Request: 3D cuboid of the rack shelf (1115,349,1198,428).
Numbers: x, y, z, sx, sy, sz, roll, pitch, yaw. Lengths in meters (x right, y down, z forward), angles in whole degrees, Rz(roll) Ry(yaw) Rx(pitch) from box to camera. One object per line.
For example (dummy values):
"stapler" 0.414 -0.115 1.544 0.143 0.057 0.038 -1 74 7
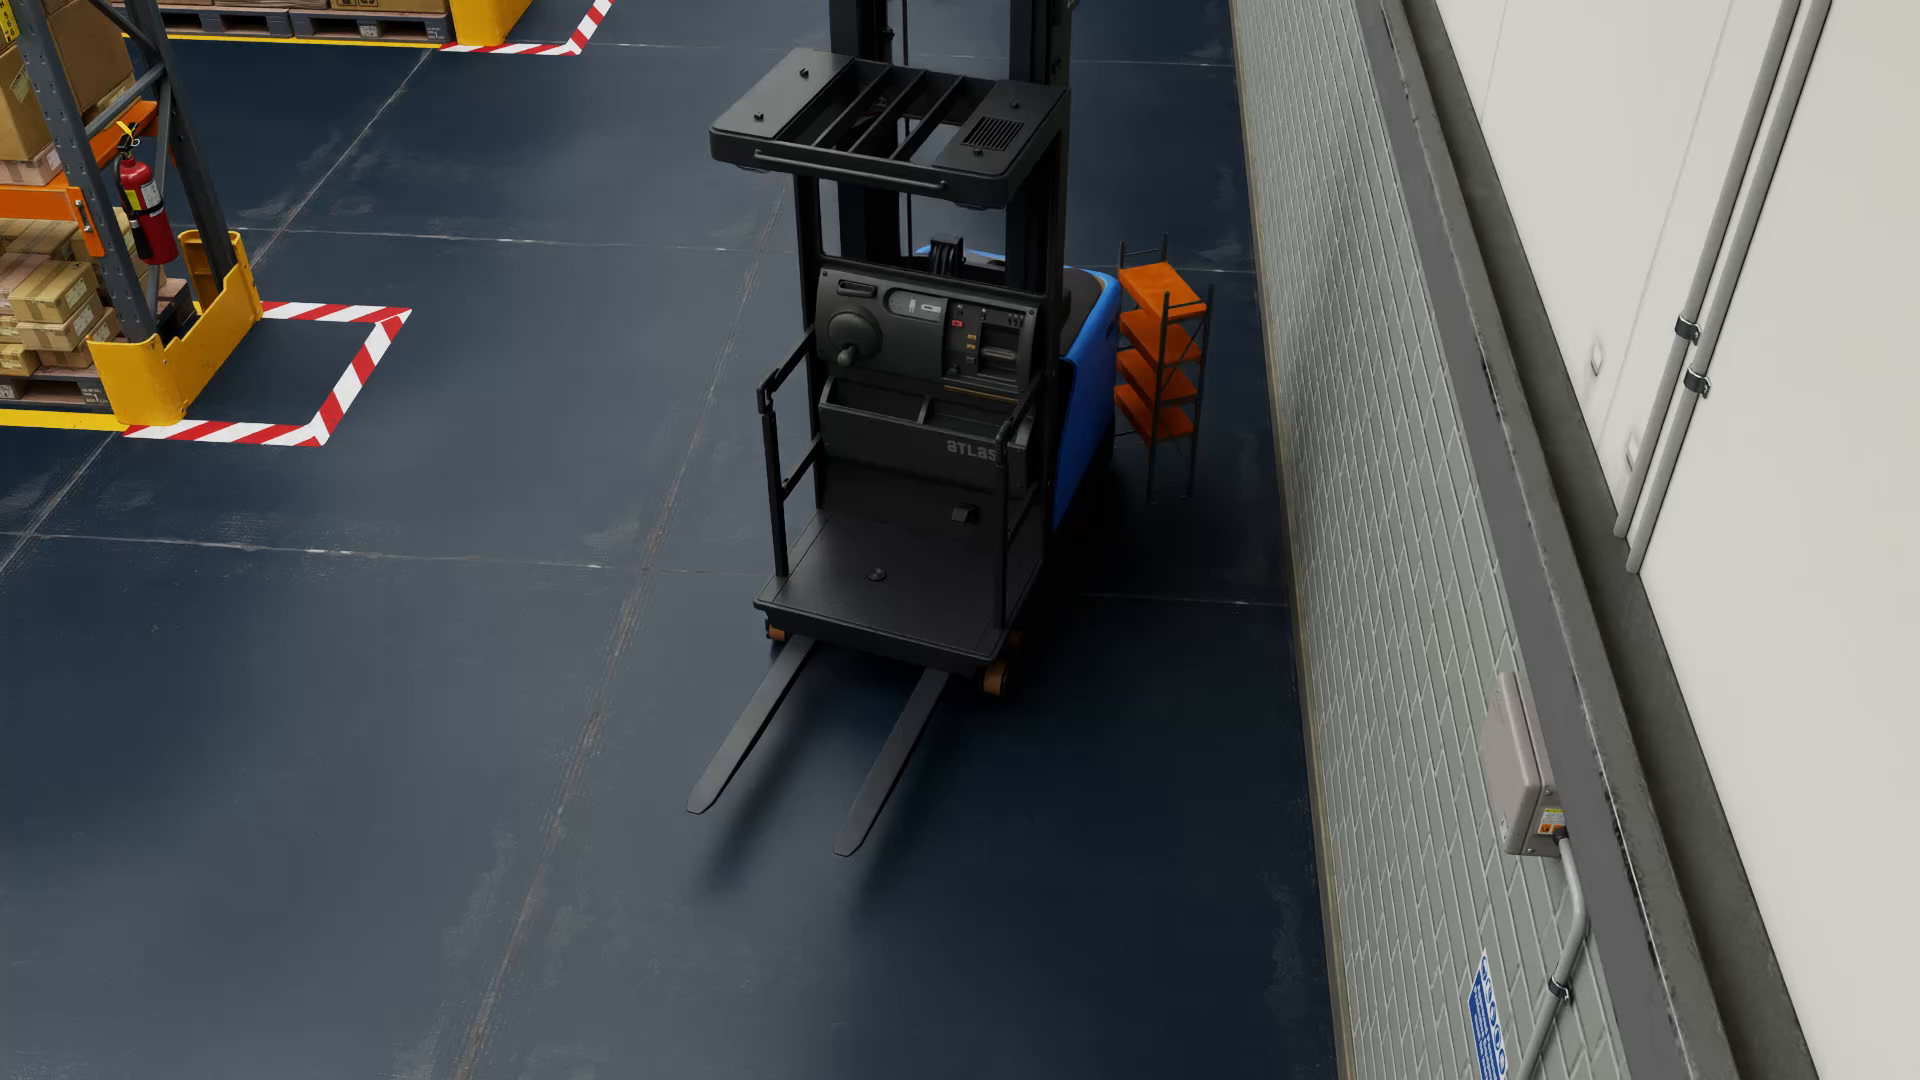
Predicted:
"rack shelf" 0.941 -0.750 7.997 0.258 0.148 0.480 -13 41 -15

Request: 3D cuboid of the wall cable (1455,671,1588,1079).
"wall cable" 1.173 0.882 3.631 0.123 1.953 0.585 3 39 4

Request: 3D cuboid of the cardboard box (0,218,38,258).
"cardboard box" -5.138 -1.687 9.071 0.250 0.149 0.380 3 39 4

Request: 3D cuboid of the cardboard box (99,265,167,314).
"cardboard box" -4.614 -1.410 9.202 0.250 0.149 0.380 4 39 5

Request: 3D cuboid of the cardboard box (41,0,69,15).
"cardboard box" -4.544 -2.856 7.946 0.500 0.500 0.500 3 39 4

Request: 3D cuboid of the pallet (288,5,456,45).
"pallet" -4.395 -4.149 12.851 1.213 0.211 1.003 3 39 4

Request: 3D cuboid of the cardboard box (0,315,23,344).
"cardboard box" -4.926 -1.193 8.700 0.250 0.149 0.380 2 39 3

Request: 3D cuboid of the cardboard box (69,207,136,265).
"cardboard box" -4.613 -1.653 9.029 0.250 0.149 0.380 1 39 2

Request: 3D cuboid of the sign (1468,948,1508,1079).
"sign" 1.239 1.157 3.909 0.001 0.218 0.327 3 39 4

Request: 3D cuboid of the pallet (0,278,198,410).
"pallet" -5.002 -1.112 9.119 1.213 0.211 1.003 3 39 4

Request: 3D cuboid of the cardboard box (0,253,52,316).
"cardboard box" -4.915 -1.330 8.633 0.250 0.149 0.380 4 39 5

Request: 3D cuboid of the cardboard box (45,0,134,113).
"cardboard box" -4.543 -2.475 8.270 0.500 0.500 0.500 5 39 6

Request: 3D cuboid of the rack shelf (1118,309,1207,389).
"rack shelf" 0.941 -0.923 7.856 0.258 0.148 0.480 -13 41 -15

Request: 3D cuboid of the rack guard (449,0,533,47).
"rack guard" -3.567 -4.266 12.765 0.348 0.500 1.175 3 39 4

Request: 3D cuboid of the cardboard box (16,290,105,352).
"cardboard box" -4.670 -1.145 8.641 0.250 0.149 0.380 2 39 3

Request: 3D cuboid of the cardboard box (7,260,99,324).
"cardboard box" -4.669 -1.280 8.571 0.250 0.149 0.380 4 39 4

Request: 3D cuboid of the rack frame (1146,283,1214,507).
"rack frame" 1.022 -0.657 7.776 0.240 1.200 0.015 -13 41 -15

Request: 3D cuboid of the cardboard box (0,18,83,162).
"cardboard box" -4.590 -2.139 7.858 0.500 0.500 0.500 4 39 5

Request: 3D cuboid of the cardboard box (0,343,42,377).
"cardboard box" -4.927 -1.028 8.733 0.250 0.149 0.380 4 39 5

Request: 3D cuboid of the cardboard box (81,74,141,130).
"cardboard box" -4.414 -2.249 8.506 0.250 0.149 0.380 3 39 3

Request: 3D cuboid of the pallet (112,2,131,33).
"pallet" -6.825 -4.282 13.014 1.213 0.211 1.003 3 39 4

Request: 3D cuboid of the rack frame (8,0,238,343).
"rack frame" -4.120 -2.123 8.152 0.127 3.000 1.000 3 39 4

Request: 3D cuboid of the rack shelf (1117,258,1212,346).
"rack shelf" 0.940 -1.107 7.707 0.258 0.148 0.480 -13 41 -15

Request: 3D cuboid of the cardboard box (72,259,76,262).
"cardboard box" -4.888 -1.536 9.121 0.250 0.149 0.380 3 39 4

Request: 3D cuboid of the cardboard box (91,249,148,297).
"cardboard box" -4.620 -1.485 9.059 0.250 0.149 0.380 5 39 6

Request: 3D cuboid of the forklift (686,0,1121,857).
"forklift" -0.212 -0.766 6.539 1.130 2.935 3.031 13 41 15

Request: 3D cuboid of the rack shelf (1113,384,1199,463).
"rack shelf" 0.941 -0.596 8.123 0.258 0.148 0.480 -13 41 -15

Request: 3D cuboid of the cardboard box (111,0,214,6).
"cardboard box" -6.029 -4.658 12.617 0.875 0.875 0.875 3 39 4

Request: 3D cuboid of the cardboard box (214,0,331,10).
"cardboard box" -5.142 -4.610 12.558 0.875 0.875 0.875 3 39 4

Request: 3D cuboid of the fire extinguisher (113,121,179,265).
"fire extinguisher" -3.909 -1.644 7.921 0.183 0.674 0.296 3 39 4

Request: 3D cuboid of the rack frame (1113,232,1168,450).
"rack frame" 0.860 -0.947 8.133 0.240 1.200 0.015 -13 41 -15

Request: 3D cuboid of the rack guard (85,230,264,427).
"rack guard" -4.196 -1.157 8.946 0.348 0.500 1.175 3 39 4

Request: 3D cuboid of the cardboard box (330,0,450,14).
"cardboard box" -4.236 -4.560 12.497 0.875 0.875 0.875 3 39 4

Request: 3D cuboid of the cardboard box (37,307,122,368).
"cardboard box" -4.662 -1.077 8.794 0.250 0.149 0.380 4 39 5

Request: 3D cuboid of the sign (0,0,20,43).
"sign" -4.188 -2.346 7.259 0.005 0.325 0.100 3 39 4

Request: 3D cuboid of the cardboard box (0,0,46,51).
"cardboard box" -4.597 -2.533 7.550 0.500 0.500 0.500 2 39 3

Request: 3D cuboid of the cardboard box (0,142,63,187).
"cardboard box" -4.469 -1.865 8.035 0.250 0.149 0.380 3 39 4

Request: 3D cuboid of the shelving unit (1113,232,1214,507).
"shelving unit" 0.941 -0.802 7.955 0.258 1.200 0.503 -13 41 -15

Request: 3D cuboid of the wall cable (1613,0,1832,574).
"wall cable" 1.245 -1.198 2.264 0.029 3.000 0.463 3 39 4

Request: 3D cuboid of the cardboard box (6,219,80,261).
"cardboard box" -4.898 -1.592 8.955 0.250 0.149 0.380 4 39 5

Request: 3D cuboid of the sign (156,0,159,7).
"sign" -4.073 -2.800 8.298 0.005 0.325 0.100 3 39 4

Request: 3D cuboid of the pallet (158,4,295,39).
"pallet" -5.607 -4.218 12.935 1.213 0.211 1.003 3 39 4

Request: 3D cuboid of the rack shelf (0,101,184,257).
"rack shelf" -6.112 -1.953 8.513 4.000 0.370 1.077 3 39 4
